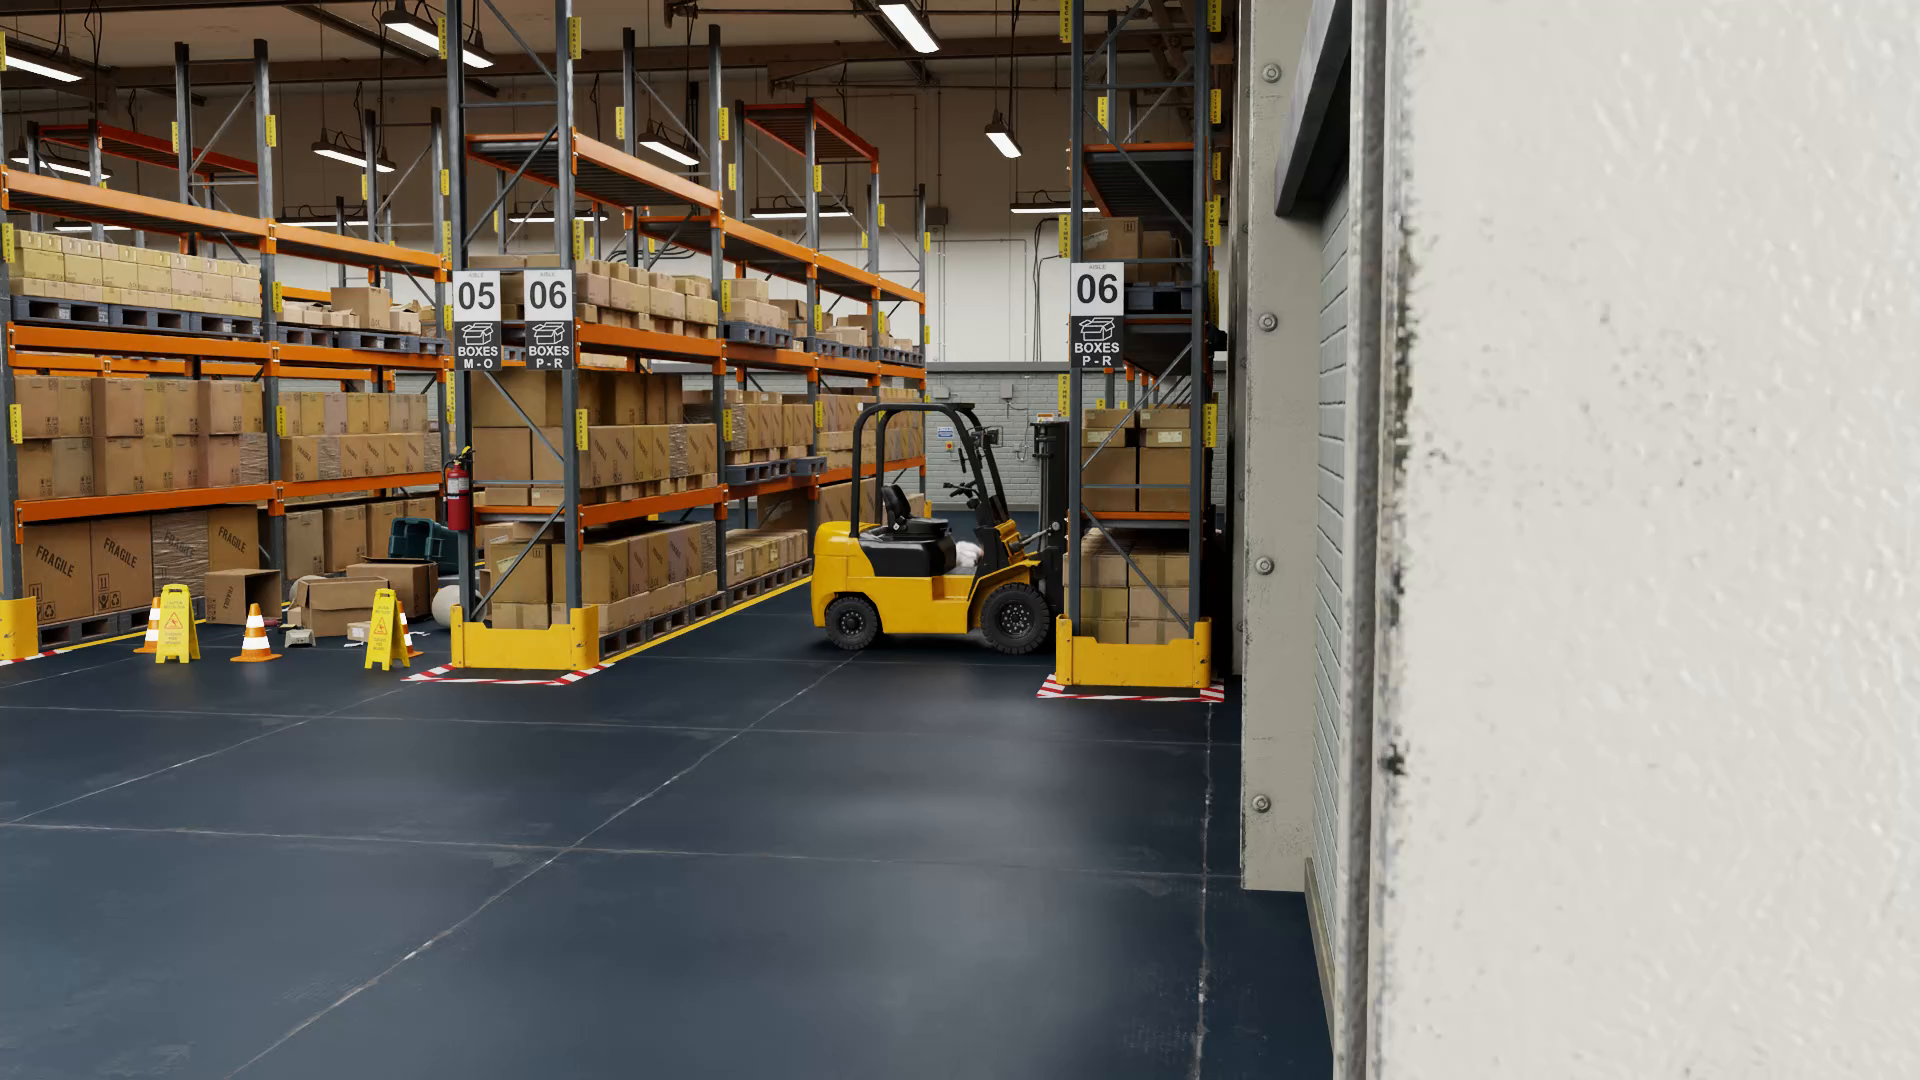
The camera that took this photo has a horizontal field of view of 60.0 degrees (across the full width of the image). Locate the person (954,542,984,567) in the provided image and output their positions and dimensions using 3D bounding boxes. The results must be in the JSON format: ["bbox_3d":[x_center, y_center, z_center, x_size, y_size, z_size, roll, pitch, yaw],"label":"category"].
[{"bbox_3d":[-0.044,0.423,16.478,1.026,0.812,0.531,1,4,7],"label":"person"}]
